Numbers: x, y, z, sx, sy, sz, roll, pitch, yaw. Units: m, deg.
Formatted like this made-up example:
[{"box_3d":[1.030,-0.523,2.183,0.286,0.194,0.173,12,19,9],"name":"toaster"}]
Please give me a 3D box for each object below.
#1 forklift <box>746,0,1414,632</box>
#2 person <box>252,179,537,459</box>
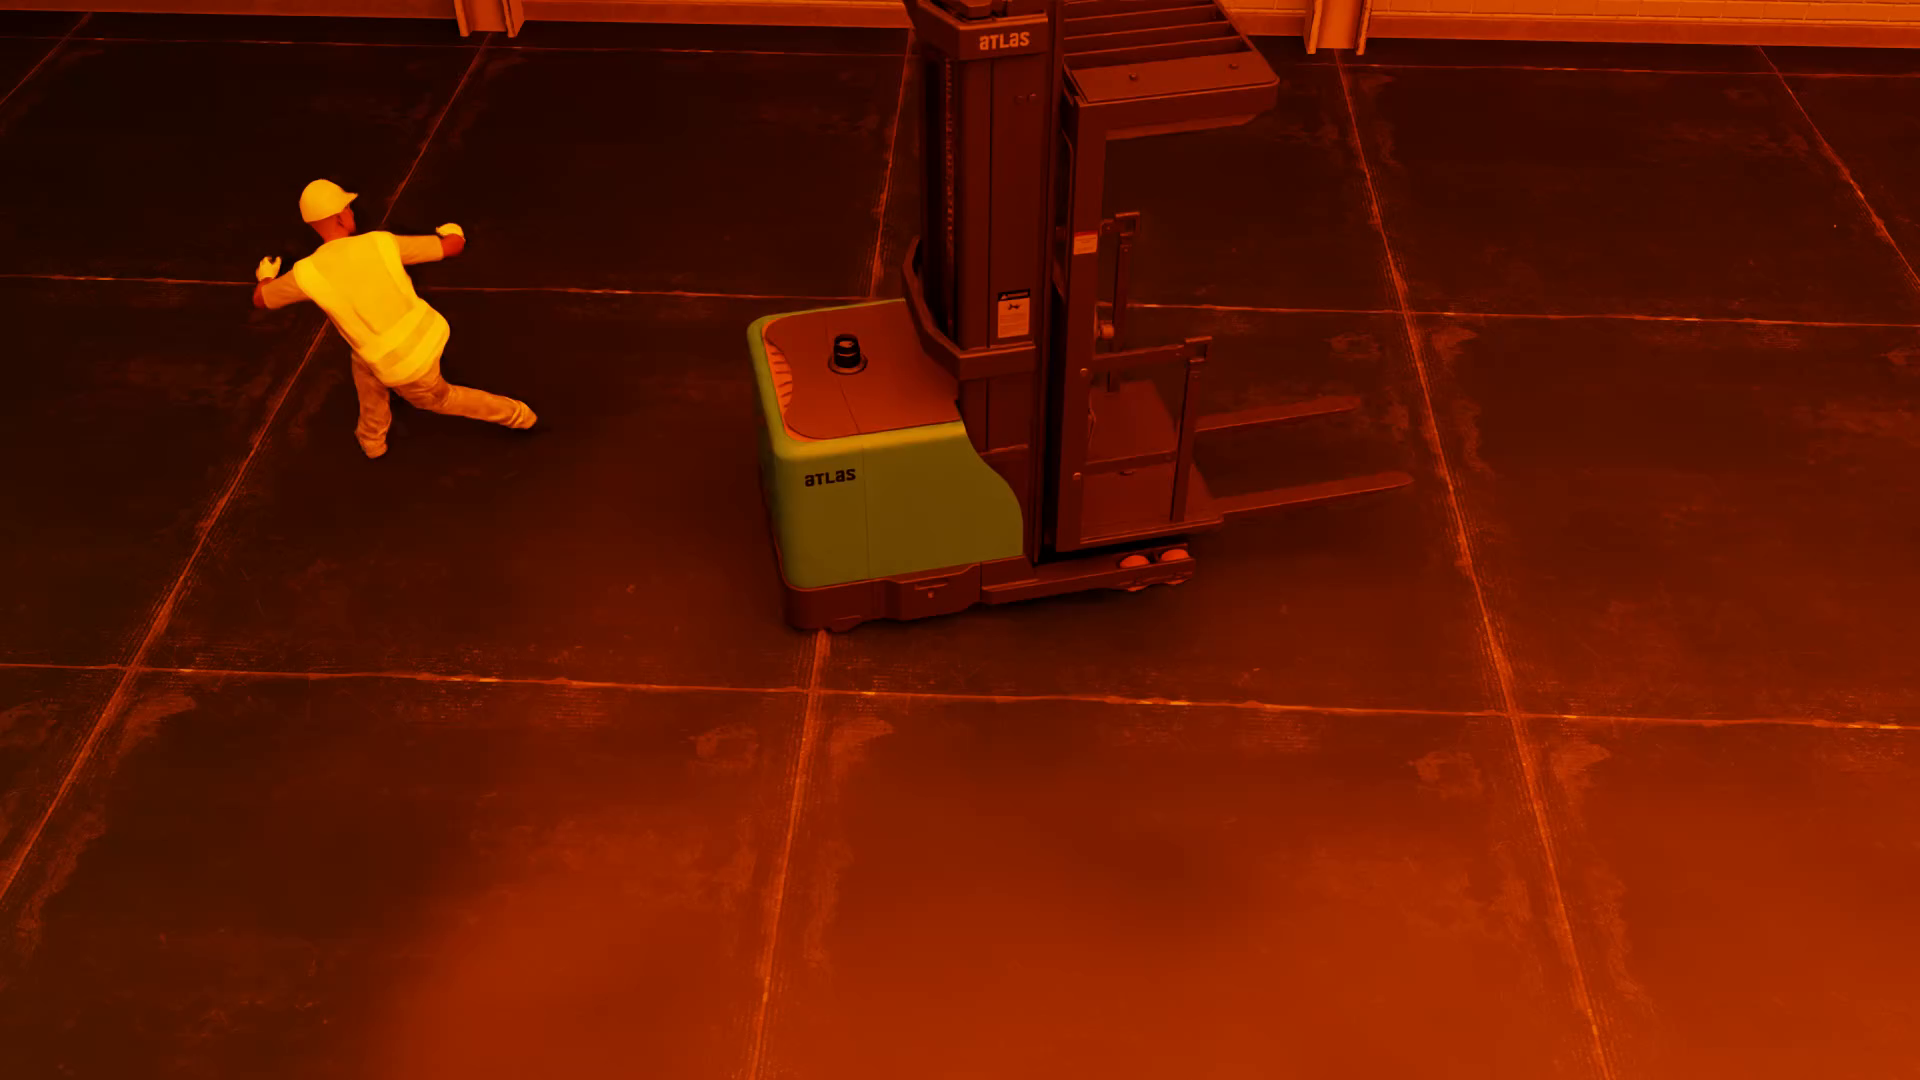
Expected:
[{"box_3d":[0.606,-1.189,7.045,3.031,2.935,1.130,-9,43,-9],"name":"forklift"},{"box_3d":[-2.758,-1.080,7.973,1.049,1.540,1.005,20,46,20],"name":"person"}]
